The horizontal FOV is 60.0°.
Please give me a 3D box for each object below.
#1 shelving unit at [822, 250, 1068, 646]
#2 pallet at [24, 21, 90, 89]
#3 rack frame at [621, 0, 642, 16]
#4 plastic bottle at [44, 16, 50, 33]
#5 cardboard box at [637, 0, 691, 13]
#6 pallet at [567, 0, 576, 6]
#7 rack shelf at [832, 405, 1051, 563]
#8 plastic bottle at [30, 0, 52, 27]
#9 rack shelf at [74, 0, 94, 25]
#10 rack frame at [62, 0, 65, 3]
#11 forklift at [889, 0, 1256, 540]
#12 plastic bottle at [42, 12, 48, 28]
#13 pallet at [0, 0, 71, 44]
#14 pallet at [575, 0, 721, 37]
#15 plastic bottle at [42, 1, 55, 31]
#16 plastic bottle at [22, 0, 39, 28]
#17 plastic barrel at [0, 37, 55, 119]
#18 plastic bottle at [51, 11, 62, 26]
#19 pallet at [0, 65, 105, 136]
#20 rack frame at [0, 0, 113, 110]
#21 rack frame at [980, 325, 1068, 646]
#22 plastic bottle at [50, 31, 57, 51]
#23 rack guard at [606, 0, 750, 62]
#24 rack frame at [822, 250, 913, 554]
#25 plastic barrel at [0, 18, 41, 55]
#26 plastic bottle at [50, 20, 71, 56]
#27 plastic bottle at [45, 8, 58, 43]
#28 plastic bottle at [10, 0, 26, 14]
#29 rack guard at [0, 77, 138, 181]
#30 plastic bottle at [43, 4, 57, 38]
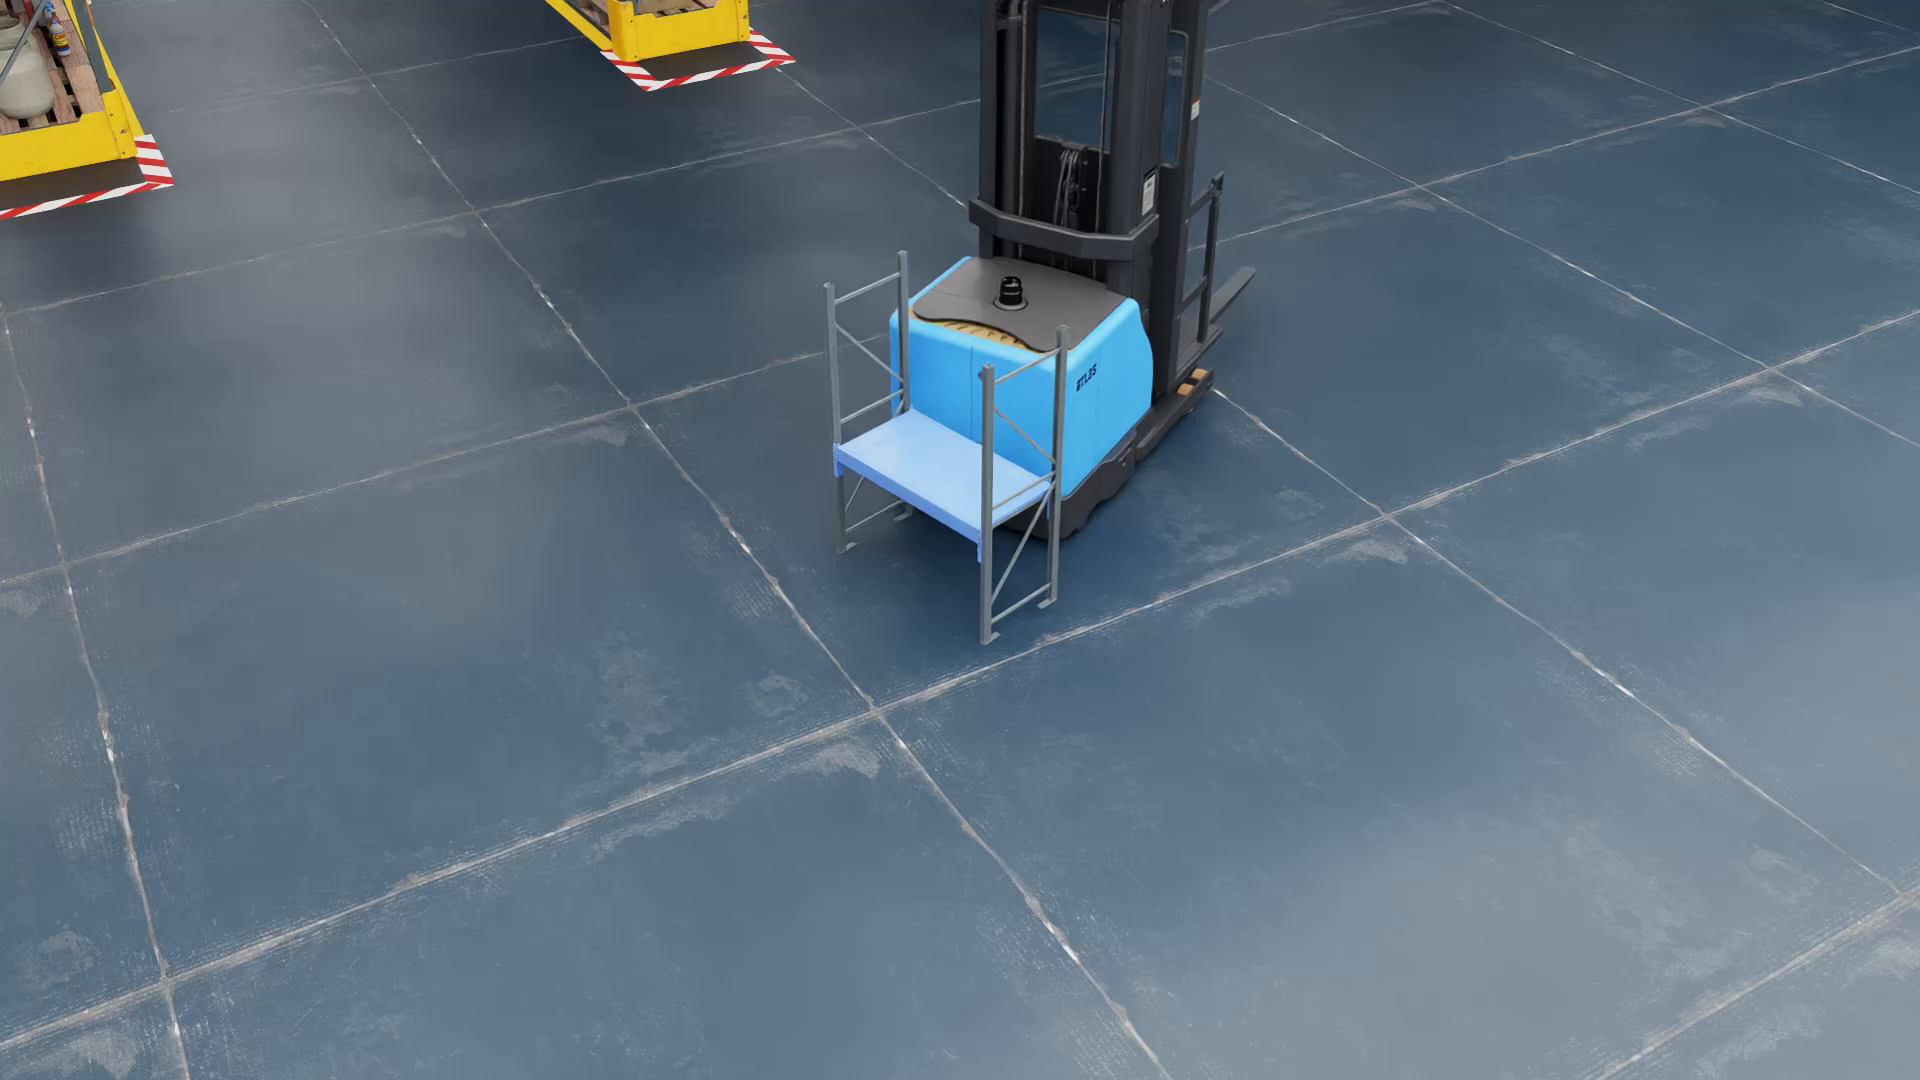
[{"bbox_3d":[-0.077,-0.430,7.795,0.538,1.500,1.048,-30,46,-35],"label":"shelving unit"},{"bbox_3d":[-7.726,-3.903,13.643,1.003,0.211,1.213,-19,40,-24],"label":"pallet"},{"bbox_3d":[-2.353,-5.435,13.376,1.000,3.000,0.127,-19,40,-24],"label":"rack frame"},{"bbox_3d":[-7.549,-4.308,13.832,0.097,0.201,0.097,0,36,0],"label":"plastic bottle"},{"bbox_3d":[-2.652,-4.919,14.432,0.500,0.500,0.500,-12,38,-16],"label":"cardboard box"},{"bbox_3d":[-3.377,-5.394,15.684,1.003,0.211,1.213,-19,40,-24],"label":"pallet"},{"bbox_3d":[-0.077,-0.285,7.901,0.538,0.185,1.000,-30,46,-35],"label":"rack shelf"},{"bbox_3d":[-7.735,-4.495,14.025,0.152,0.276,0.135,-18,40,-23],"label":"plastic bottle"},{"bbox_3d":[-7.640,-4.697,12.975,1.077,0.370,4.000,-19,40,-24],"label":"rack shelf"},{"bbox_3d":[-8.645,-6.007,14.159,1.000,3.000,0.127,-19,40,-24],"label":"rack frame"},{"bbox_3d":[0.808,-2.030,8.772,1.130,2.935,3.031,19,40,24],"label":"forklift"},{"bbox_3d":[-7.652,-4.413,13.976,0.097,0.201,0.097,0,36,0],"label":"plastic bottle"},{"bbox_3d":[-8.343,-4.526,14.496,1.003,0.211,1.213,-19,40,-24],"label":"pallet"},{"bbox_3d":[-2.768,-4.772,14.833,1.003,0.211,1.213,-19,40,-24],"label":"pallet"},{"bbox_3d":[-7.601,-4.389,13.884,0.097,0.271,0.097,0,36,0],"label":"plastic bottle"},{"bbox_3d":[-7.827,-4.466,13.979,0.061,0.283,0.133,-19,40,-24],"label":"plastic bottle"},{"bbox_3d":[-7.032,-3.445,12.405,0.421,0.512,0.421,0,36,0],"label":"plastic barrel"},{"bbox_3d":[-7.375,-4.186,13.595,0.061,0.283,0.133,-18,40,-23],"label":"plastic bottle"},{"bbox_3d":[-7.118,-3.282,12.792,1.003,0.211,1.213,-19,40,-24],"label":"pallet"},{"bbox_3d":[-6.635,-3.967,11.366,1.000,3.000,0.127,-19,40,-24],"label":"rack frame"},{"bbox_3d":[0.281,-0.217,7.504,0.500,1.500,0.032,-30,46,-35],"label":"rack frame"},{"bbox_3d":[-7.329,-4.085,13.526,0.097,0.201,0.097,0,36,0],"label":"plastic bottle"},{"bbox_3d":[-2.391,-4.464,14.166,1.175,0.500,0.348,-19,40,-24],"label":"rack guard"},{"bbox_3d":[-0.435,-0.643,8.087,0.500,1.500,0.032,-30,46,-35],"label":"rack frame"},{"bbox_3d":[-7.284,-3.701,12.755,0.421,0.512,0.421,0,36,0],"label":"plastic barrel"},{"bbox_3d":[-7.277,-4.060,13.433,0.097,0.271,0.097,0,36,0],"label":"plastic bottle"},{"bbox_3d":[-7.449,-4.235,13.673,0.097,0.271,0.097,0,36,0],"label":"plastic bottle"},{"bbox_3d":[-8.091,-4.687,14.288,0.152,0.276,0.135,-19,40,-24],"label":"plastic bottle"},{"bbox_3d":[-6.714,-2.983,12.137,1.175,0.500,0.348,-19,40,-24],"label":"rack guard"},{"bbox_3d":[-7.499,-4.286,13.743,0.097,0.271,0.097,0,36,0],"label":"plastic bottle"}]
